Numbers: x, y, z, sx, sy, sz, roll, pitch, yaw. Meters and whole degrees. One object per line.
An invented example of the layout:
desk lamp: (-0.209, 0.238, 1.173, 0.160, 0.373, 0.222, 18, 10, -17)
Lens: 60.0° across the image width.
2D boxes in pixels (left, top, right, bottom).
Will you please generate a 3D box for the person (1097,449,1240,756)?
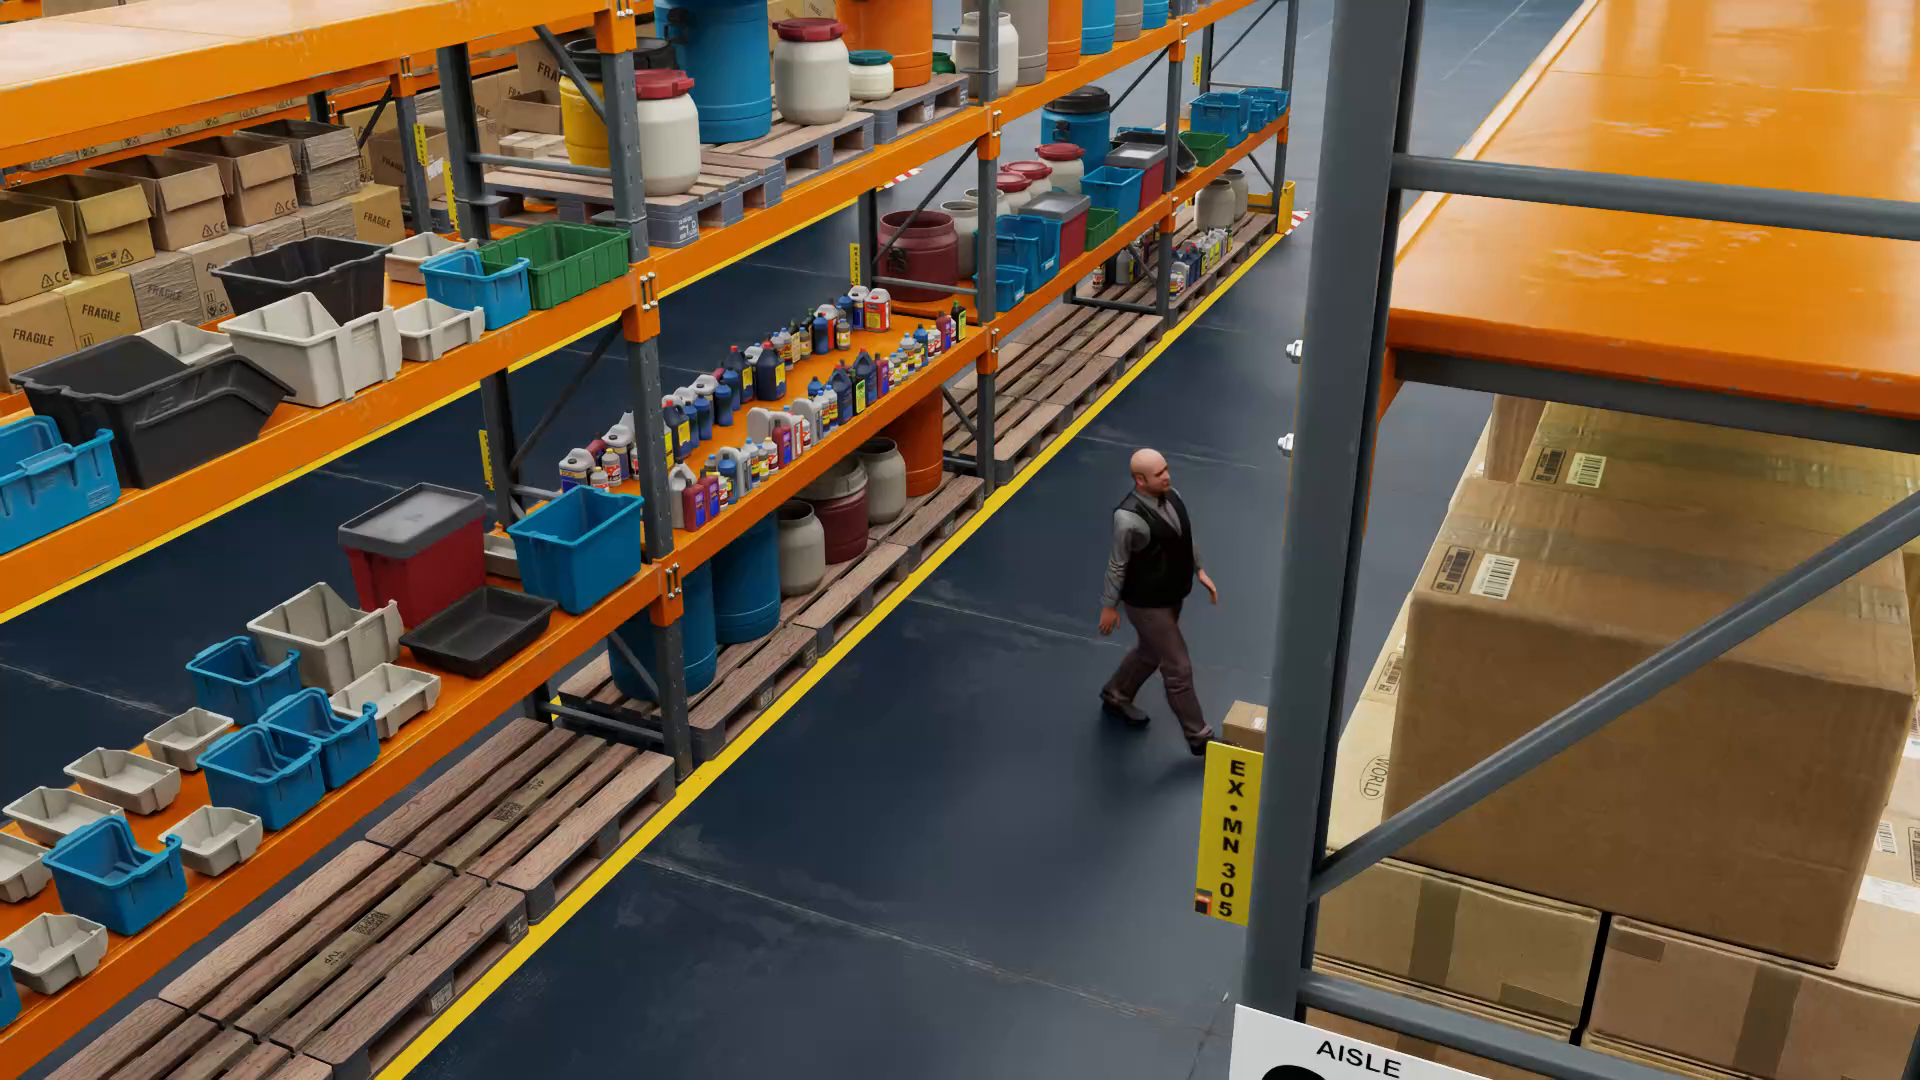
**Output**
person: (1.161, 0.327, 8.810, 0.925, 1.679, 0.584, 15, 30, 28)
